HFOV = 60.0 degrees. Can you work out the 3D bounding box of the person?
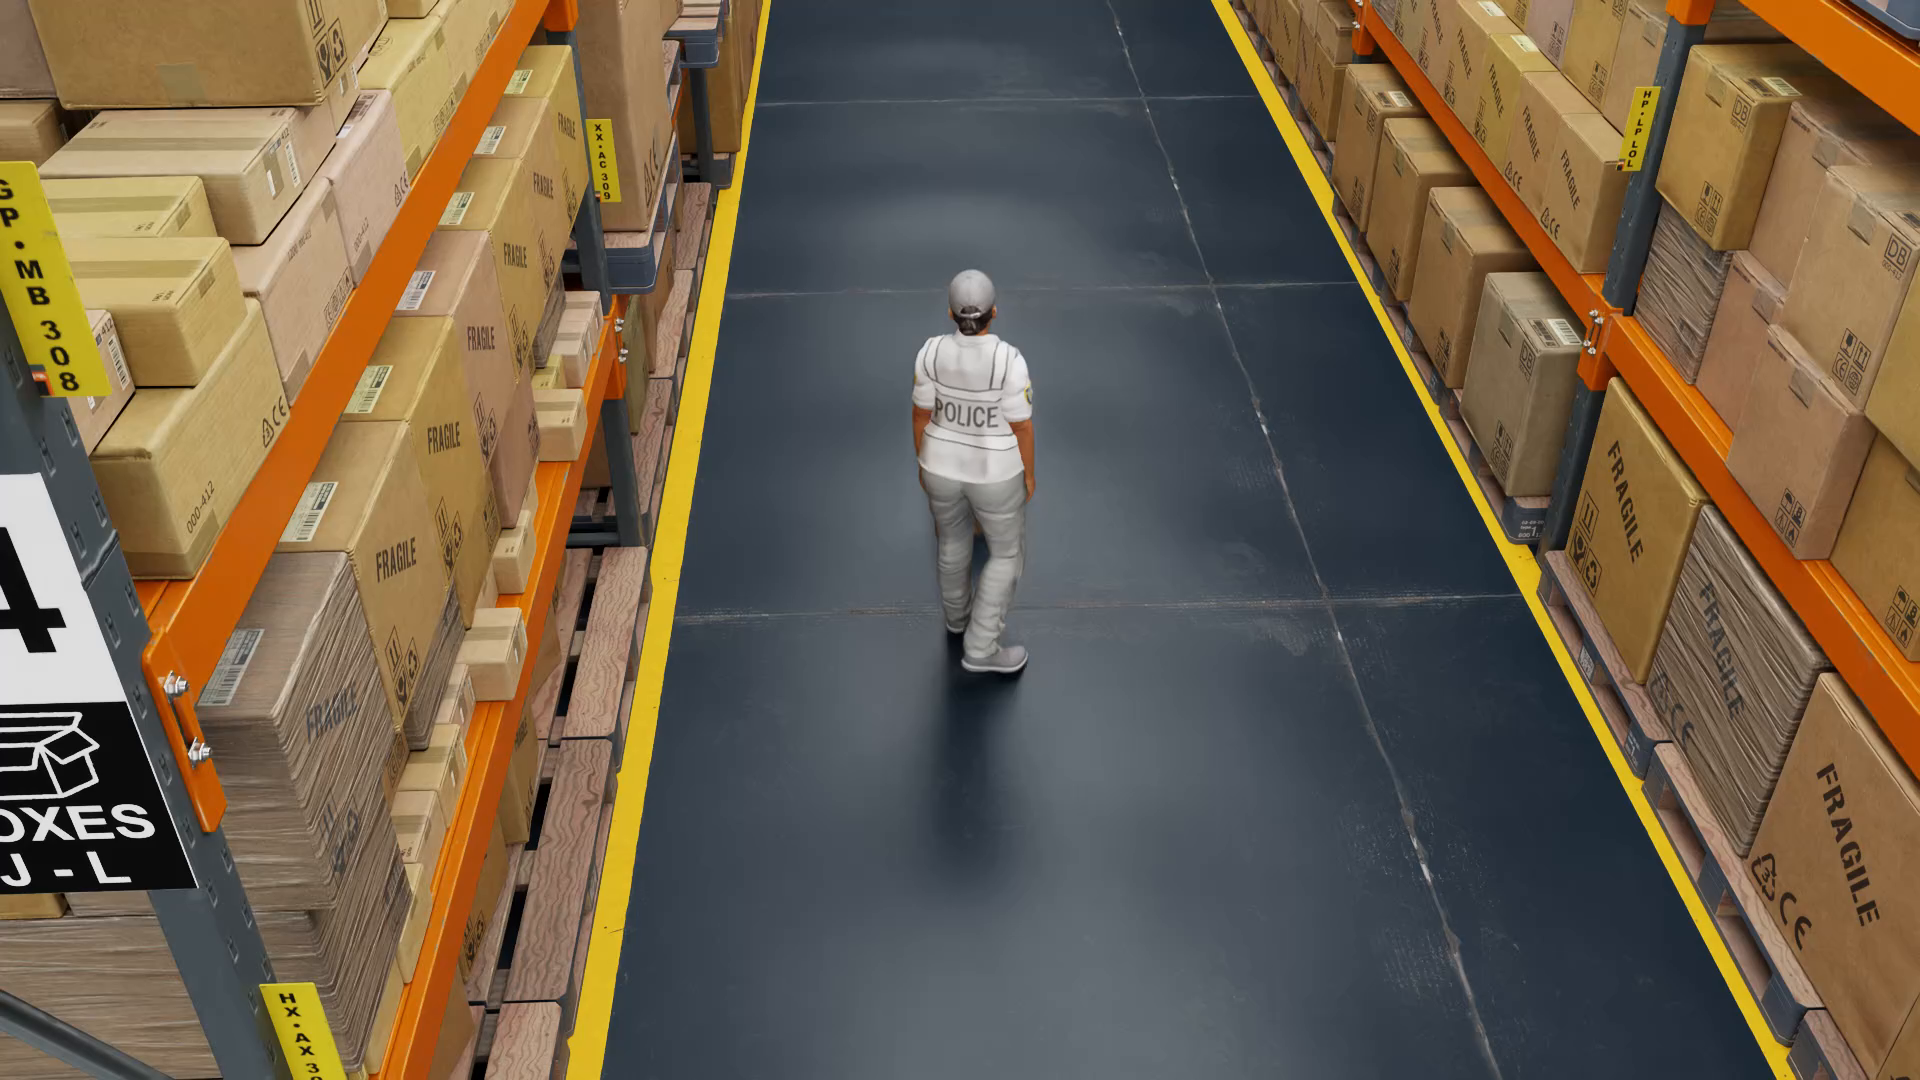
[{"bbox_3d":[0.065,-0.258,6.499,0.526,1.663,0.588,13,37,18],"label":"person"}]
